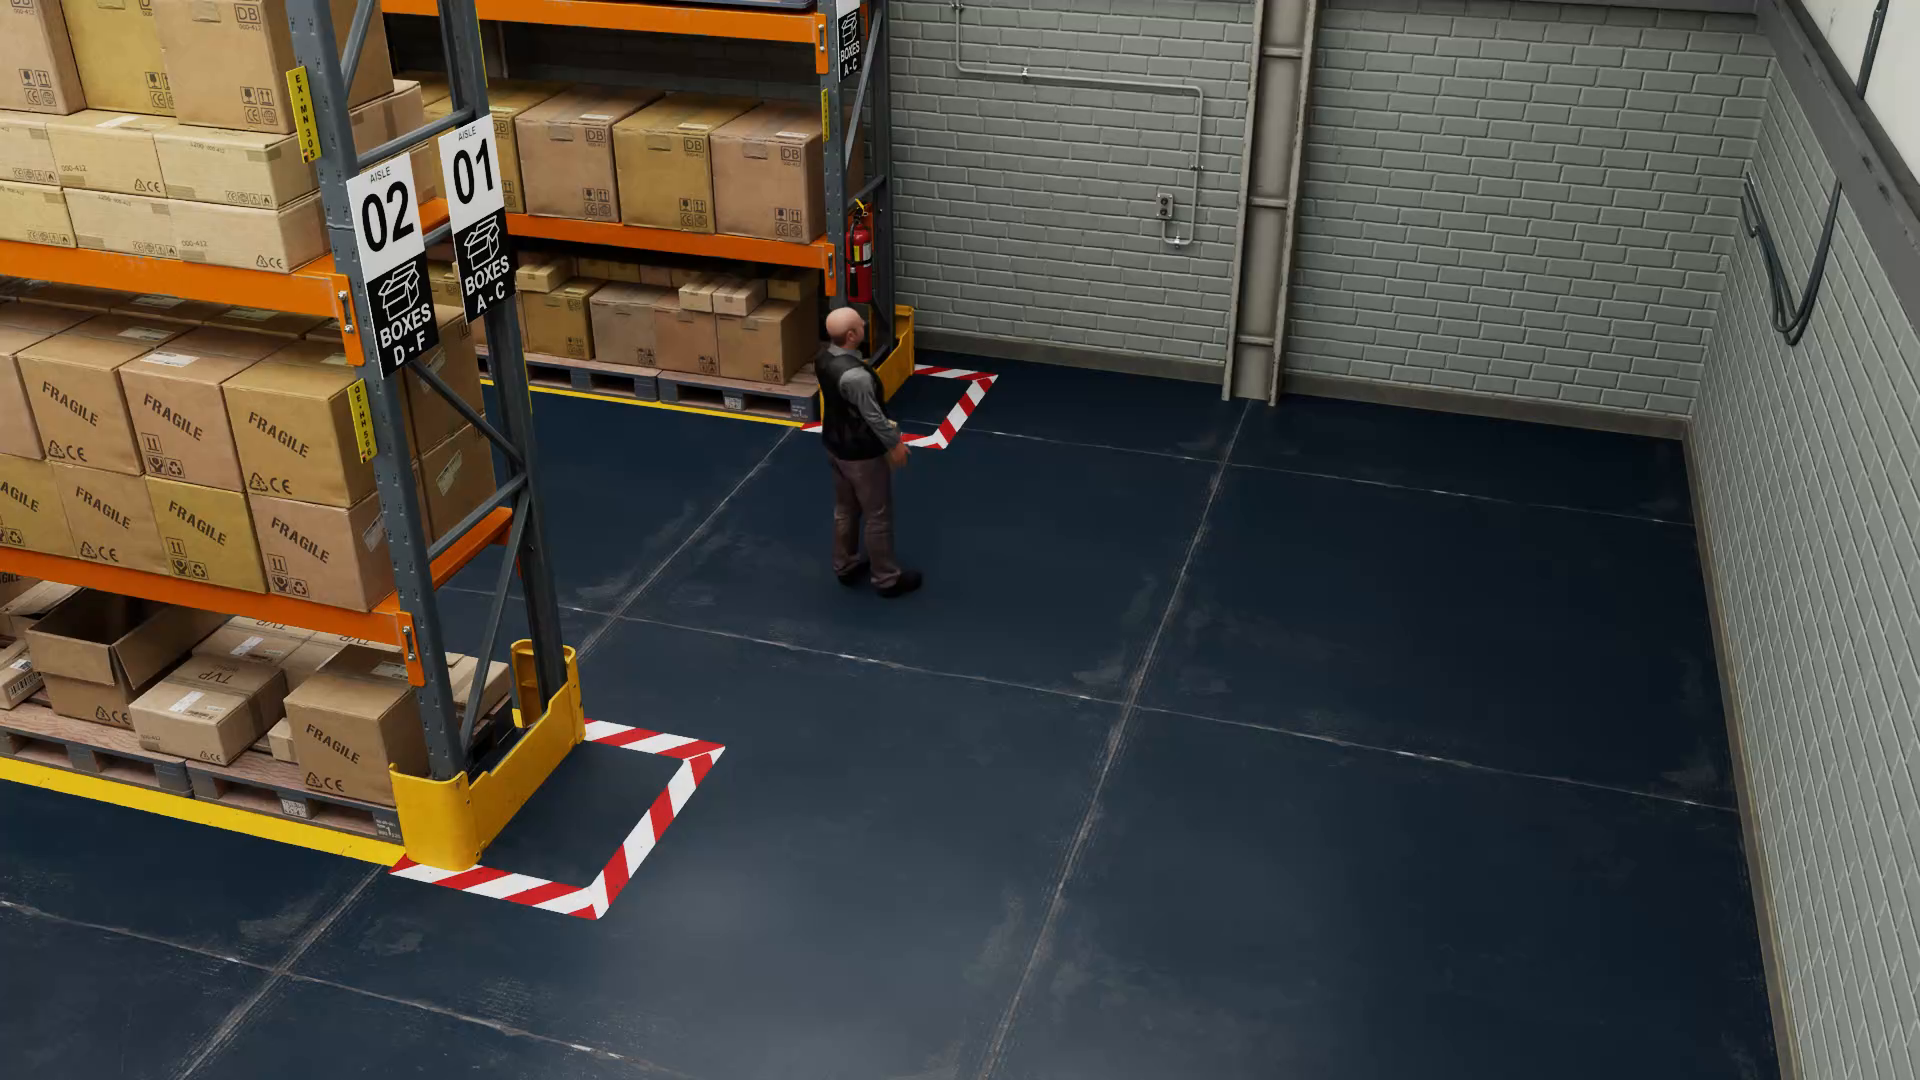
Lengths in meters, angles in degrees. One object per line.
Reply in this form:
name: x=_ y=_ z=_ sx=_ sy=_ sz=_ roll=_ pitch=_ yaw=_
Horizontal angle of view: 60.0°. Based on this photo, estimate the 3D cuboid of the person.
person: x=-0.520 y=-0.520 z=9.441 sx=0.516 sy=1.728 sz=0.534 roll=-14 pitch=32 yaw=-23
